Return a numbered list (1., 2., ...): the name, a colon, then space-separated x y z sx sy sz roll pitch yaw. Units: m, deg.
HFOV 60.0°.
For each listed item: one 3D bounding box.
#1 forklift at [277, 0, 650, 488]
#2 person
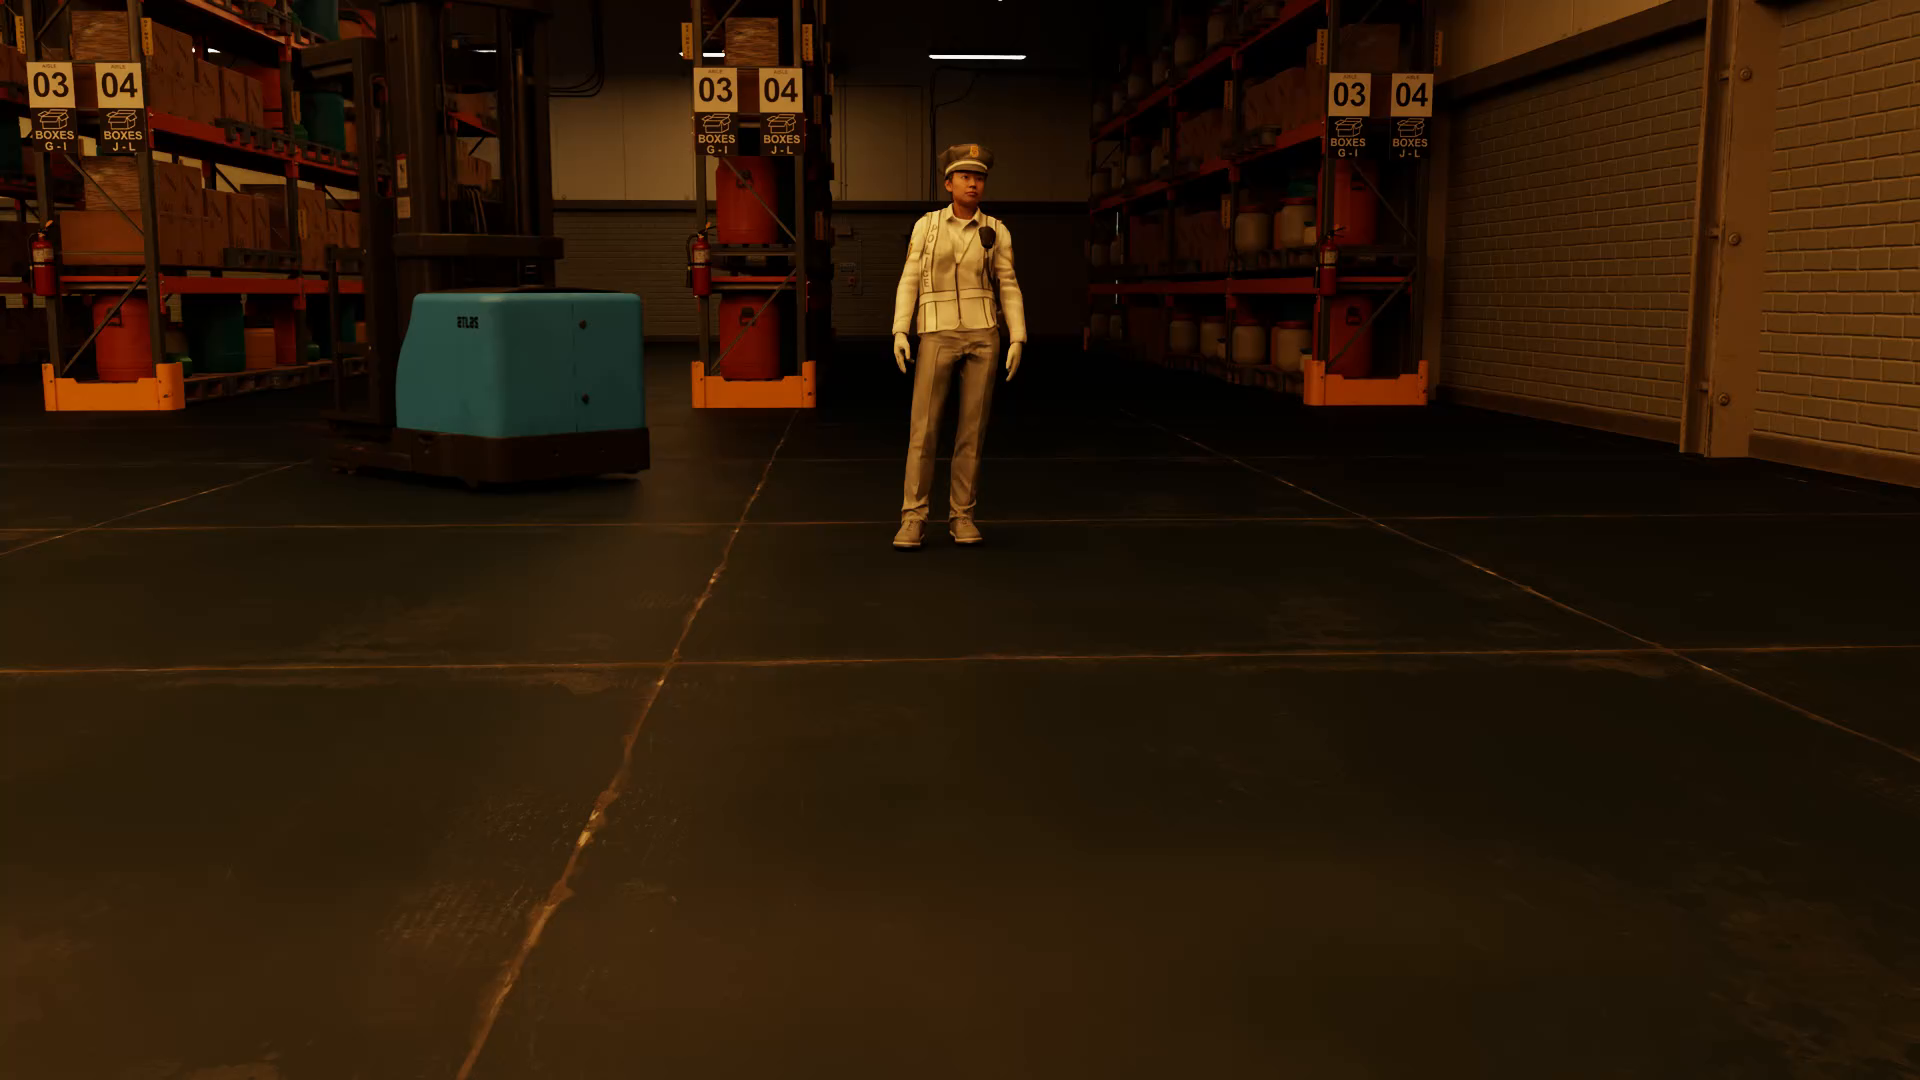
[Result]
1. forklift: -3.204 -1.887 10.041 3.031 2.935 1.130 8 12 43
2. person: -0.002 -0.835 7.116 0.587 1.695 0.531 -1 8 -4
